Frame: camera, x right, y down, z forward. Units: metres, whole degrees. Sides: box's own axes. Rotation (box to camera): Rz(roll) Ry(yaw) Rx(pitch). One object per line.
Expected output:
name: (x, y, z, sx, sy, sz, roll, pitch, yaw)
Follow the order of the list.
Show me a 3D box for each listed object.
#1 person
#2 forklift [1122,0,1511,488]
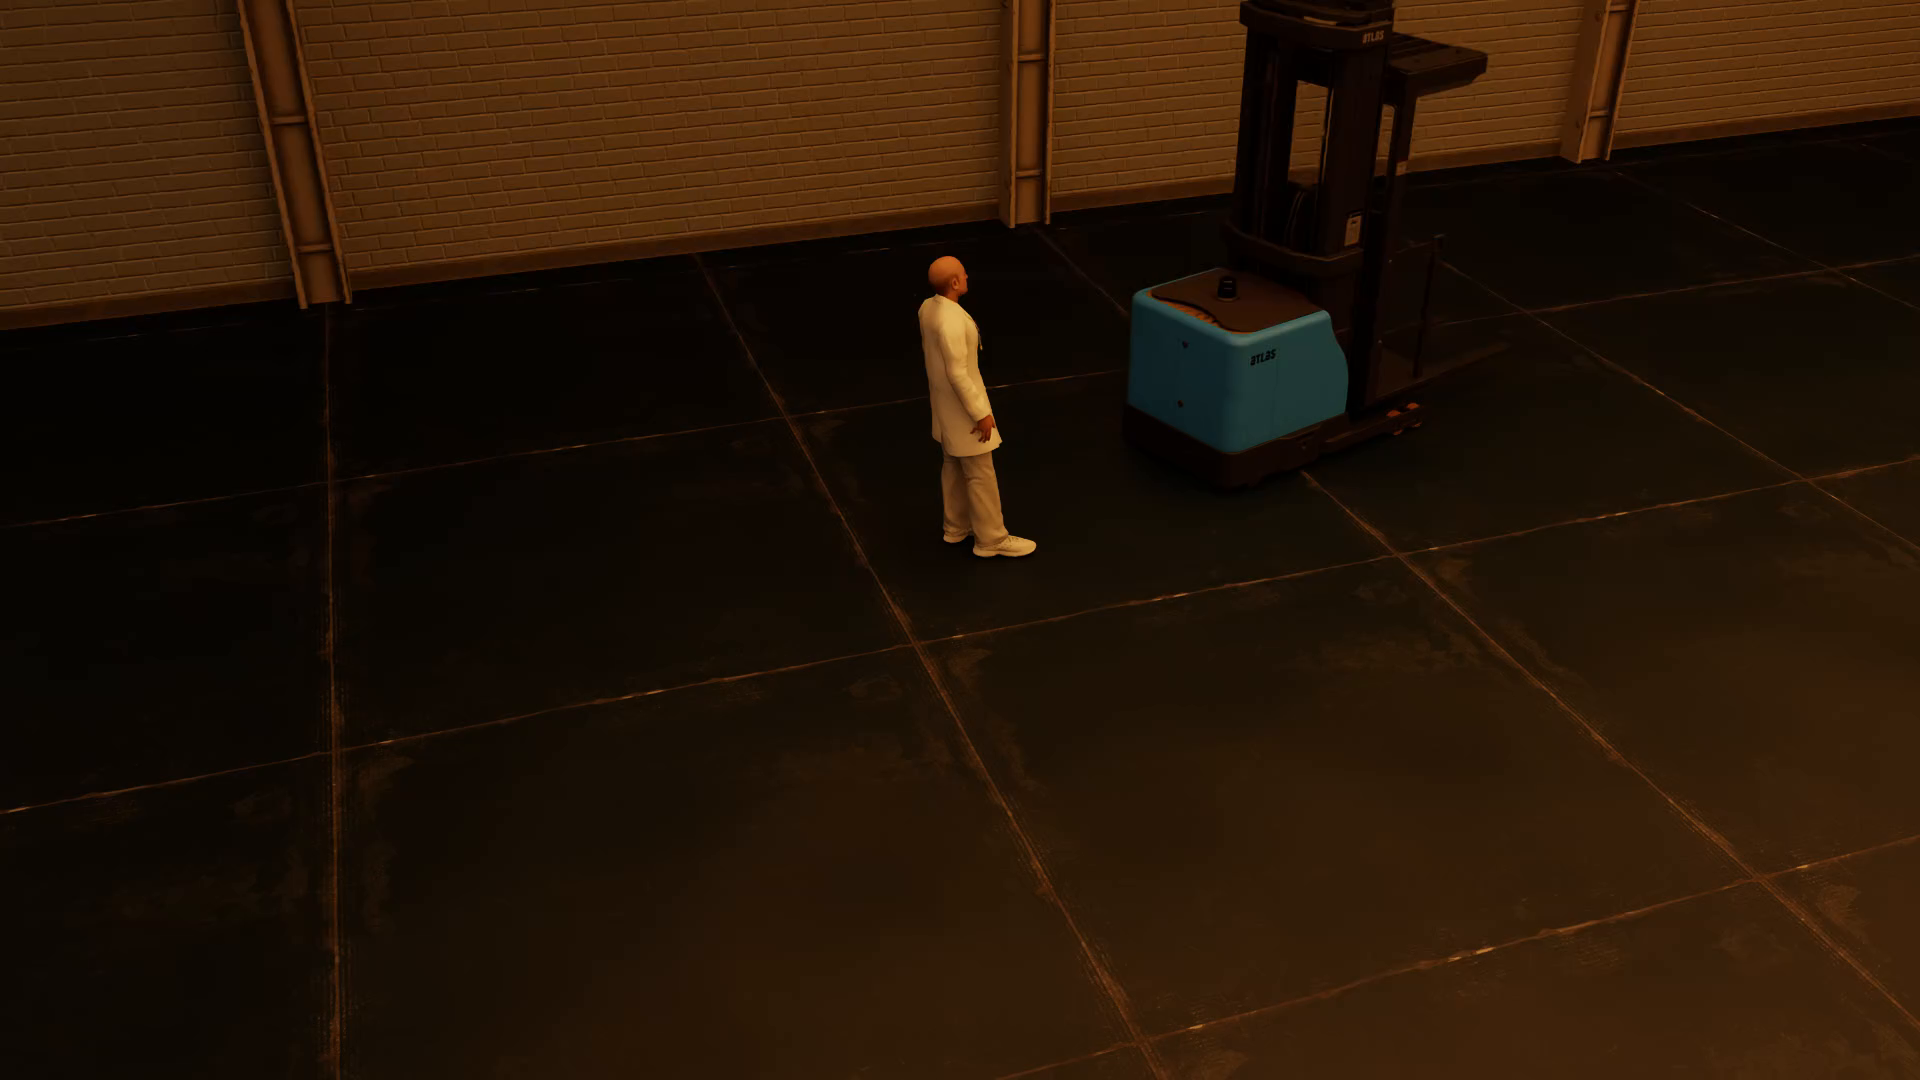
person: (0.088, -0.790, 9.601, 0.578, 1.778, 0.698, -10, 31, -16)
forklift: (2.573, -2.172, 10.863, 3.031, 2.935, 1.130, -20, 36, -31)
